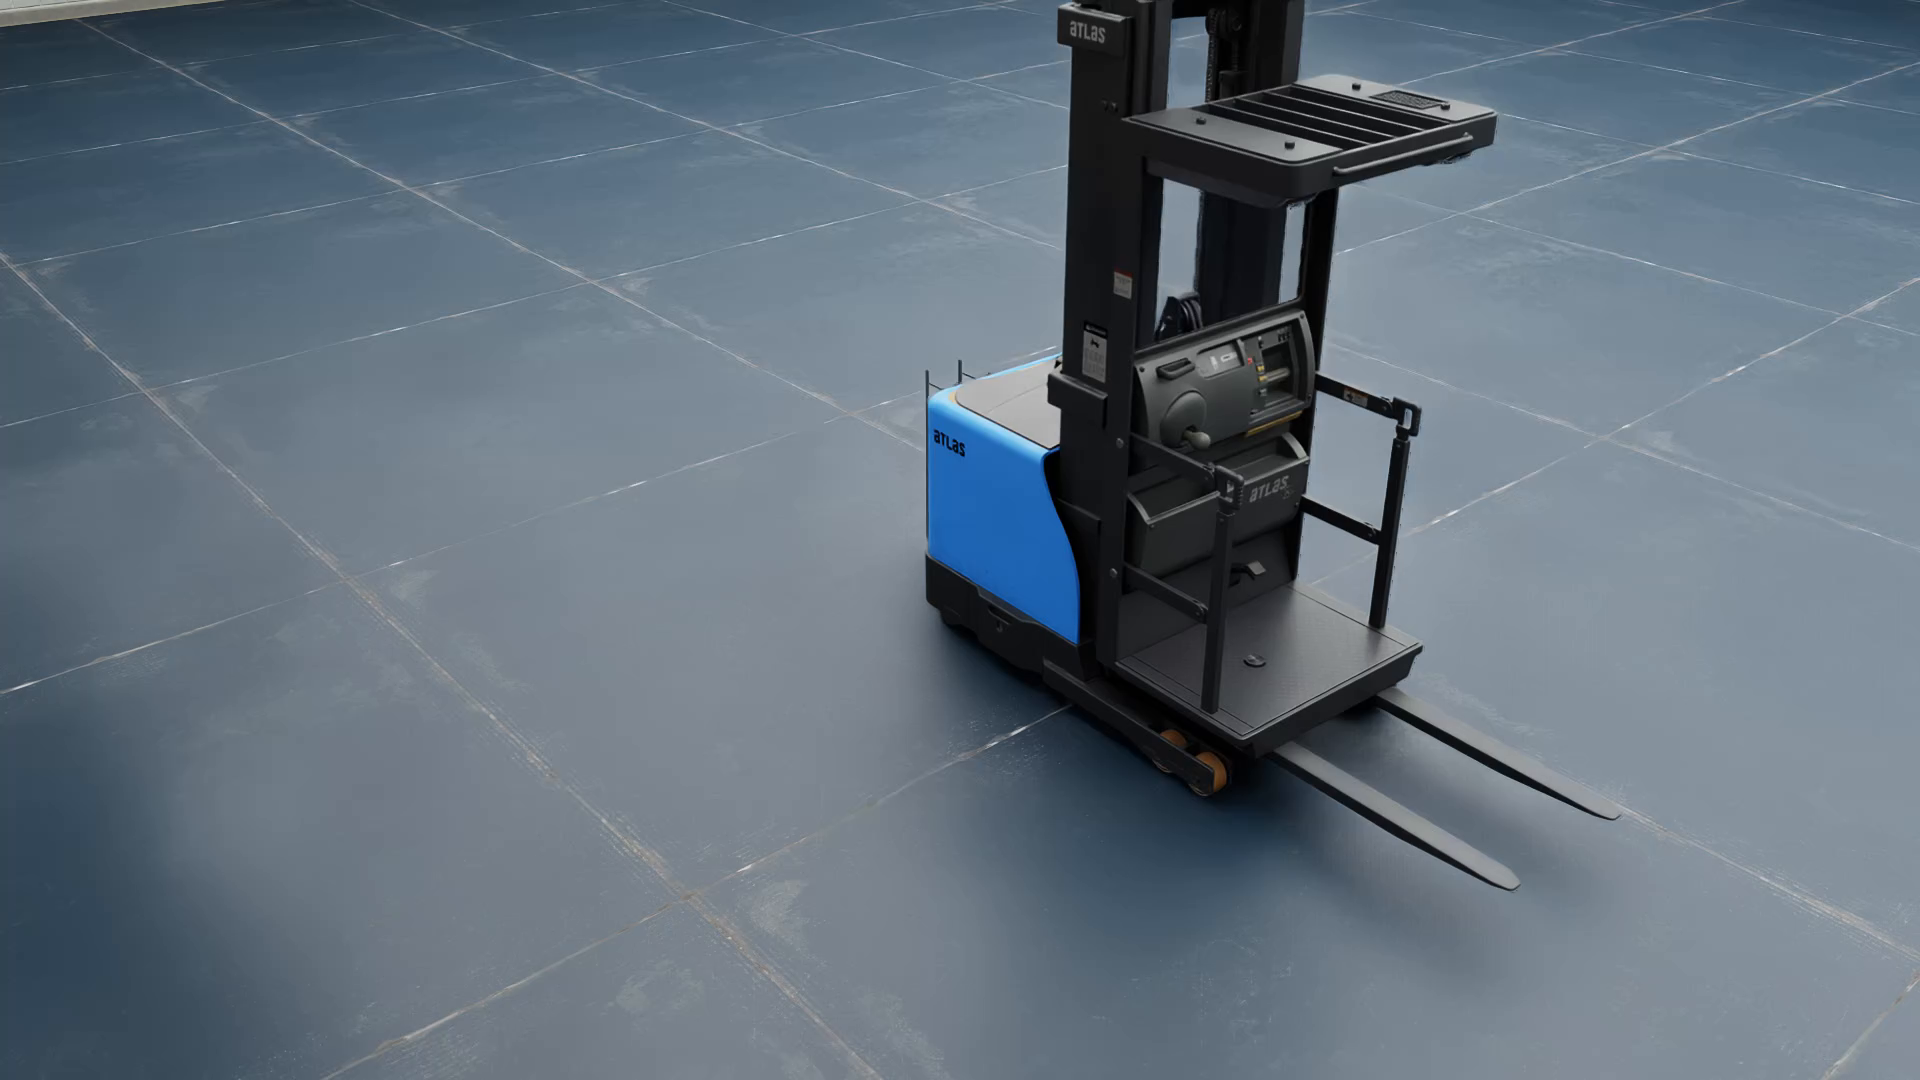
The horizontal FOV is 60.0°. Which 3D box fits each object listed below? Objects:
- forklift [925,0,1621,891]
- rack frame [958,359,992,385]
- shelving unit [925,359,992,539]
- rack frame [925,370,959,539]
[{"bbox_3d":[1.159,-0.575,6.216,1.130,2.935,3.031,-21,34,-34],"label":"forklift"},{"bbox_3d":[0.071,-0.426,8.091,0.006,0.900,0.240,-22,35,-35],"label":"rack frame"},{"bbox_3d":[-0.006,-0.394,8.033,0.210,0.900,0.258,-22,35,-35],"label":"shelving unit"},{"bbox_3d":[-0.084,-0.363,7.975,0.006,0.900,0.240,-22,35,-35],"label":"rack frame"}]
